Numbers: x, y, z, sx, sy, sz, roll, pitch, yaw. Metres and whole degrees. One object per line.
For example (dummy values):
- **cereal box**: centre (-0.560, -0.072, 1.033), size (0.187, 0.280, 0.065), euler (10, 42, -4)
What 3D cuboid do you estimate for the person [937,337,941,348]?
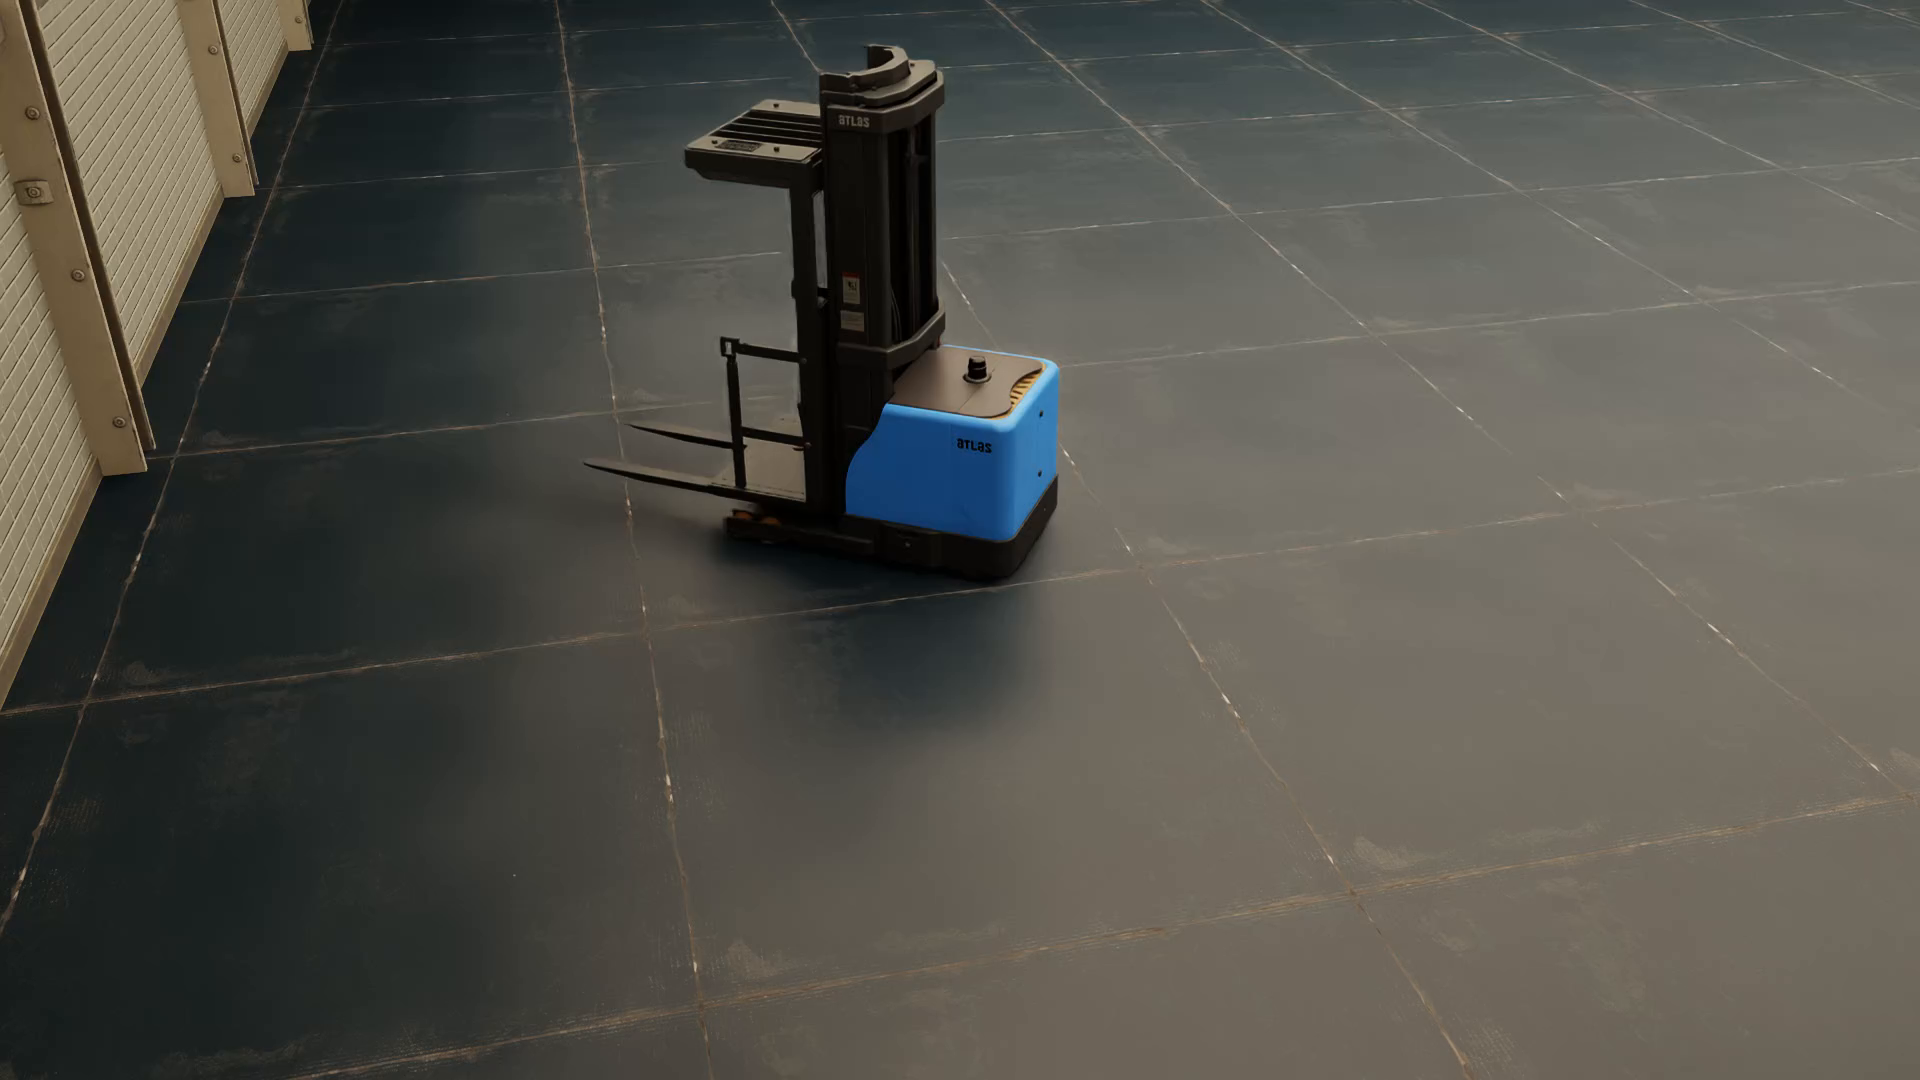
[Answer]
- **person**: centre (-0.451, -1.271, 11.204), size (0.688, 1.530, 0.937), euler (-17, 34, -27)

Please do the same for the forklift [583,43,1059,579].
- **forklift**: centre (-0.946, -1.479, 10.130), size (3.031, 2.935, 1.130), euler (10, 32, 17)
